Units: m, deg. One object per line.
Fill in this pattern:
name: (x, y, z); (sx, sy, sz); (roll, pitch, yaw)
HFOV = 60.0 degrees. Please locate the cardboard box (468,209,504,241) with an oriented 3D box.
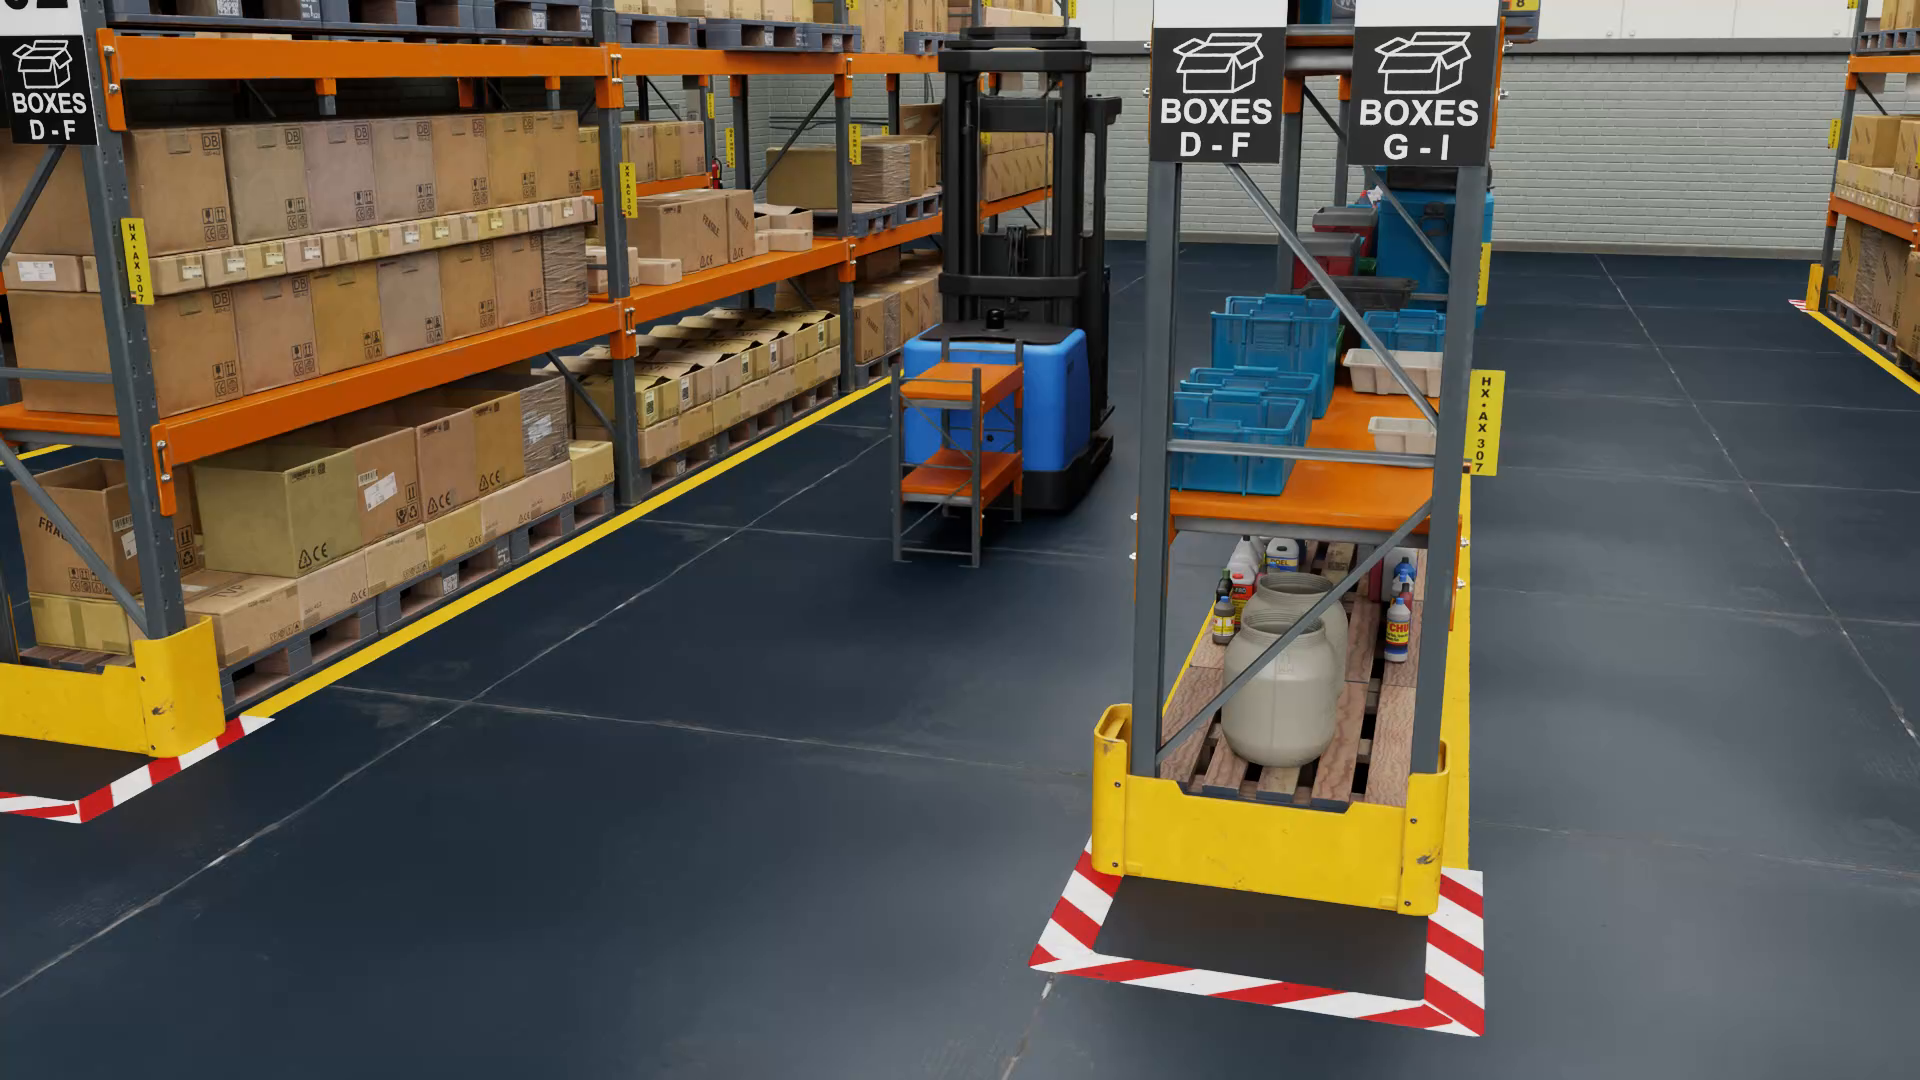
cardboard box: (-2.699, -1.707, 8.978); (0.380, 0.149, 0.250); (5, 16, 16)

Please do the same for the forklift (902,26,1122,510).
forklift: (0.478, -1.955, 11.352); (1.130, 2.935, 3.031); (4, 16, 13)

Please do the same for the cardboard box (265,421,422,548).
cardboard box: (-3.037, -0.280, 8.214); (0.500, 0.500, 0.500); (5, 16, 16)

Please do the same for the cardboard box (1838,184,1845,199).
cardboard box: (9.882, -3.815, 18.244); (0.380, 0.149, 0.250); (4, 16, 15)

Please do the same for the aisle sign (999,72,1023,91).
aisle sign: (0.612, -6.131, 21.184); (0.394, 0.787, 0.004); (5, 16, 16)

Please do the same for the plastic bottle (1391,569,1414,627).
plastic bottle: (2.015, 0.266, 7.588); (0.097, 0.271, 0.097); (0, 16, 0)

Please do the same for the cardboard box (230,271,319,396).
cardboard box: (-3.383, -0.961, 7.537); (0.700, 0.500, 0.500); (5, 17, 17)

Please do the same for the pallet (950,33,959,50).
pallet: (-0.515, -4.981, 16.740); (1.213, 0.211, 1.003); (5, 16, 16)

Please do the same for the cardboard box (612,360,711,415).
cardboard box: (-2.032, -1.069, 11.342); (0.500, 0.311, 0.500); (4, 16, 15)

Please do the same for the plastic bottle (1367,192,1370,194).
plastic bottle: (3.826, -3.131, 15.606); (0.097, 0.271, 0.097); (0, 16, 0)

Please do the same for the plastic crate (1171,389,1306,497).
plastic crate: (0.931, -0.351, 5.844); (0.499, 0.251, 0.616); (5, 16, 16)

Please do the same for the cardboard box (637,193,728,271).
cardboard box: (-2.010, -2.217, 11.965); (0.500, 0.500, 0.500); (5, 16, 16)

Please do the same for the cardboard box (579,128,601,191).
cardboard box: (-4.843, -4.462, 19.512); (0.980, 0.700, 0.700); (5, 17, 17)

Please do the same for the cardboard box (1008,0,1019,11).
cardboard box: (0.254, -6.147, 18.491); (0.700, 0.500, 0.500); (5, 16, 16)

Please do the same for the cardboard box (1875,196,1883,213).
cardboard box: (9.372, -3.345, 16.585); (0.380, 0.149, 0.250); (4, 16, 15)

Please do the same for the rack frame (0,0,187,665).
rack frame: (-3.672, -0.654, 6.638); (1.000, 3.000, 0.127); (5, 16, 16)

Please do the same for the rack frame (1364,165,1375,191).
rack frame: (4.486, -3.408, 16.349); (1.000, 3.000, 0.127); (5, 16, 16)

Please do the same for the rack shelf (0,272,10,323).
rack shelf: (-6.718, -2.261, 13.621); (1.077, 0.370, 4.000); (5, 16, 16)

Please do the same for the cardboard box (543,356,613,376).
cardboard box: (-2.554, -1.114, 11.502); (0.500, 0.311, 0.500); (5, 17, 17)

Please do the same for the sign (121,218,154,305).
sign: (-3.142, -1.064, 6.352); (0.100, 0.325, 0.005); (5, 16, 16)

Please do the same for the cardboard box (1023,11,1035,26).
cardboard box: (0.550, -5.904, 19.011); (0.500, 0.250, 0.500); (5, 16, 16)

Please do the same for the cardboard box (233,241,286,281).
cardboard box: (-3.210, -1.234, 7.313); (0.380, 0.149, 0.250); (5, 16, 16)

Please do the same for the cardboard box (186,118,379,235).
cardboard box: (-3.226, -1.731, 7.875); (0.700, 0.500, 0.500); (5, 16, 16)

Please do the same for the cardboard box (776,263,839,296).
cardboard box: (-1.346, -2.395, 15.175); (0.500, 0.250, 0.500); (5, 17, 18)

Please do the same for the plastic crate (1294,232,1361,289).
plastic crate: (2.057, -1.496, 9.491); (0.402, 0.464, 0.583); (5, 16, 16)

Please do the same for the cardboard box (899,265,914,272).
cardboard box: (-0.774, -2.554, 17.113); (0.500, 0.500, 0.500); (5, 17, 17)

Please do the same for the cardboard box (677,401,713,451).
cardboard box: (-2.037, -0.800, 11.421); (0.500, 0.250, 0.500); (5, 17, 17)

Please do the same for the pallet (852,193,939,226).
pallet: (-0.851, -3.164, 15.838); (1.003, 0.211, 1.213); (5, 16, 16)

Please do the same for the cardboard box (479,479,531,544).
cardboard box: (-2.738, -0.179, 9.234); (0.500, 0.250, 0.500); (5, 16, 16)

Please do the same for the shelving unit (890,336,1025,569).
shelving unit: (0.001, -0.536, 9.657); (0.538, 1.125, 1.048); (4, 16, 14)

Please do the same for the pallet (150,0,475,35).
pallet: (-3.102, -2.558, 8.015); (1.003, 0.211, 1.213); (5, 16, 16)

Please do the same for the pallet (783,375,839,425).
pallet: (-1.670, -1.193, 13.649); (1.003, 0.211, 1.213); (5, 16, 16)

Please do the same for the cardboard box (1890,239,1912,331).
cardboard box: (9.499, -2.371, 15.814); (0.875, 0.875, 0.875); (5, 16, 16)

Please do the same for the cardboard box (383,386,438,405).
cardboard box: (-3.252, -0.582, 9.278); (0.500, 0.500, 0.500); (5, 16, 16)

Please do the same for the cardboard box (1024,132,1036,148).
cardboard box: (0.580, -4.829, 19.341); (0.500, 0.500, 0.500); (5, 17, 18)

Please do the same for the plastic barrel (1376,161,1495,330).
plastic barrel: (2.613, -1.634, 9.175); (0.600, 0.901, 0.708); (5, 16, 16)

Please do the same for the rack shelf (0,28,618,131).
rack shelf: (-3.104, -2.274, 8.171); (1.077, 0.370, 4.000); (5, 16, 16)

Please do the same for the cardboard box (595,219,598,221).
cardboard box: (-4.639, -3.926, 20.797); (0.380, 0.149, 0.250); (5, 17, 16)

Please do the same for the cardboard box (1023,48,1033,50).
cardboard box: (0.541, -5.665, 19.081); (0.500, 0.250, 0.500); (5, 16, 16)

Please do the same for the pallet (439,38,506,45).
pallet: (-5.226, -5.284, 17.815); (0.805, 0.209, 1.217); (4, 16, 14)

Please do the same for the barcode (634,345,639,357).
barcode: (-2.064, -1.206, 10.599); (0.001, 0.075, 0.075); (5, 16, 16)

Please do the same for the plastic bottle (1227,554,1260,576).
plastic bottle: (1.315, 0.215, 7.759); (0.152, 0.276, 0.135); (4, 16, 14)

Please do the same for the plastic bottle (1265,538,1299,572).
plastic bottle: (1.560, 0.128, 8.067); (0.152, 0.276, 0.135); (5, 16, 16)

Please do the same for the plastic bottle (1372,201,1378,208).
plastic bottle: (3.571, -2.781, 14.350); (0.061, 0.283, 0.133); (5, 16, 16)

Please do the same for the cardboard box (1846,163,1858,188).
cardboard box: (9.835, -3.900, 17.814); (0.500, 0.250, 0.500); (4, 16, 15)

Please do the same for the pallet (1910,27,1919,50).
pallet: (9.477, -4.638, 15.349); (1.003, 0.211, 1.213); (5, 16, 16)

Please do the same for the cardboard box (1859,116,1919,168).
cardboard box: (9.692, -4.131, 17.252); (0.500, 0.500, 0.500); (4, 16, 14)

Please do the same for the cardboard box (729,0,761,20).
cardboard box: (-1.779, -3.909, 12.124); (0.500, 0.250, 0.500); (4, 16, 15)

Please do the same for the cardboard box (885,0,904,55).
cardboard box: (-1.015, -4.624, 14.956); (0.910, 0.500, 0.500); (5, 16, 16)

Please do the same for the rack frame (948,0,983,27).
rack frame: (-0.262, -6.680, 16.888); (1.000, 3.000, 0.127); (5, 16, 16)

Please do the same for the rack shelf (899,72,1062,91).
rack shelf: (0.306, -5.414, 19.240); (1.077, 0.370, 4.000); (5, 16, 16)

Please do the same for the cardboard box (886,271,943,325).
cardboard box: (-0.419, -2.391, 16.538); (0.500, 0.500, 0.500); (5, 17, 17)

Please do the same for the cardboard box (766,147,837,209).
cardboard box: (-1.328, -3.171, 14.558); (0.700, 0.500, 0.500); (-1, 16, -3)

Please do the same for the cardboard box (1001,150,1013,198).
cardboard box: (0.286, -4.088, 18.561); (0.500, 0.500, 0.500); (5, 17, 17)

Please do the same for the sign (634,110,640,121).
sign: (-4.406, -5.722, 22.775); (0.100, 0.325, 0.005); (5, 16, 16)
